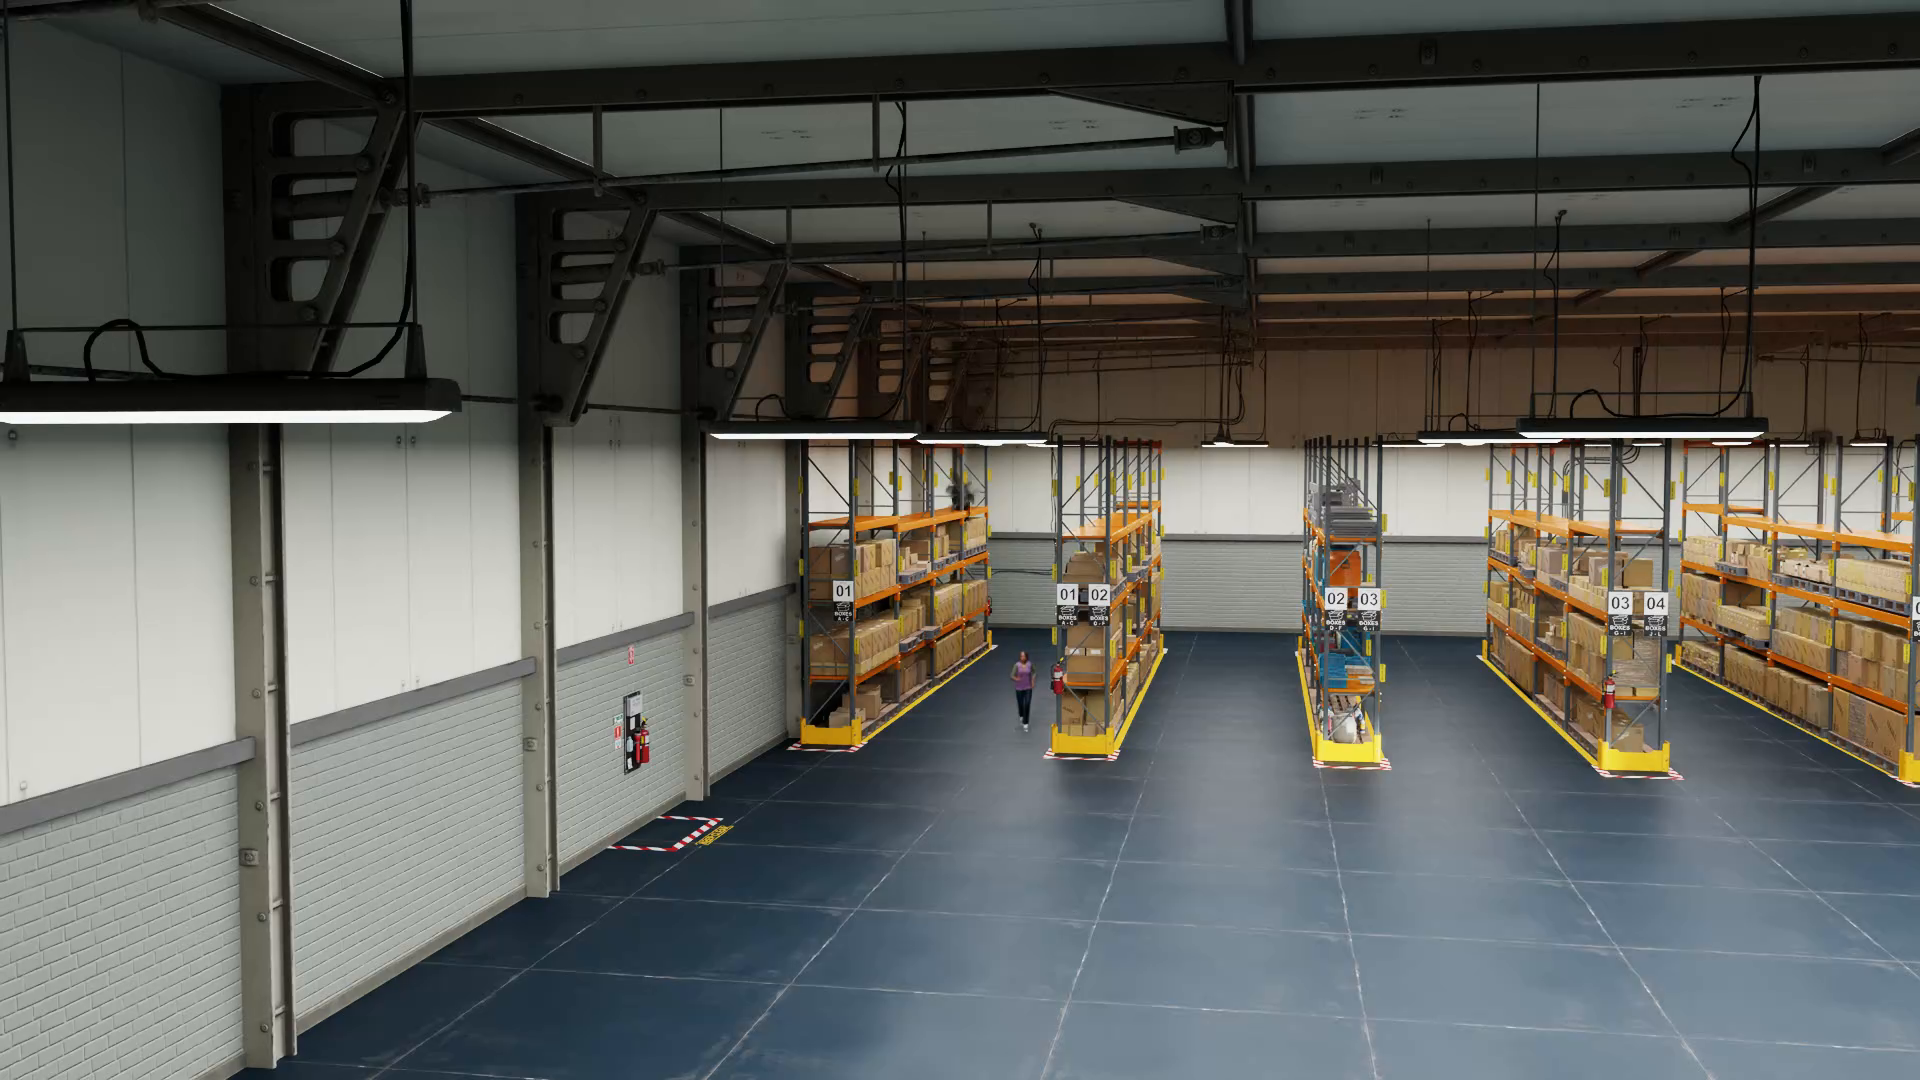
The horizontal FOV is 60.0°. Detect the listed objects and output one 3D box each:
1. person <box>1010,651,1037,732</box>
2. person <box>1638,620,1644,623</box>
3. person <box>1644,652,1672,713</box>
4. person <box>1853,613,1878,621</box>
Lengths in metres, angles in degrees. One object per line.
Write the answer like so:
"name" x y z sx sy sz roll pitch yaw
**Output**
"person" 1.302 3.065 34.066 0.540 1.597 0.879 0 3 2
"person" 17.632 2.562 42.469 0.714 1.778 0.937 0 3 5
"person" 15.203 2.951 36.254 0.617 1.634 0.542 0 3 4
"person" 24.569 2.416 44.953 0.789 1.805 0.672 1 3 11
